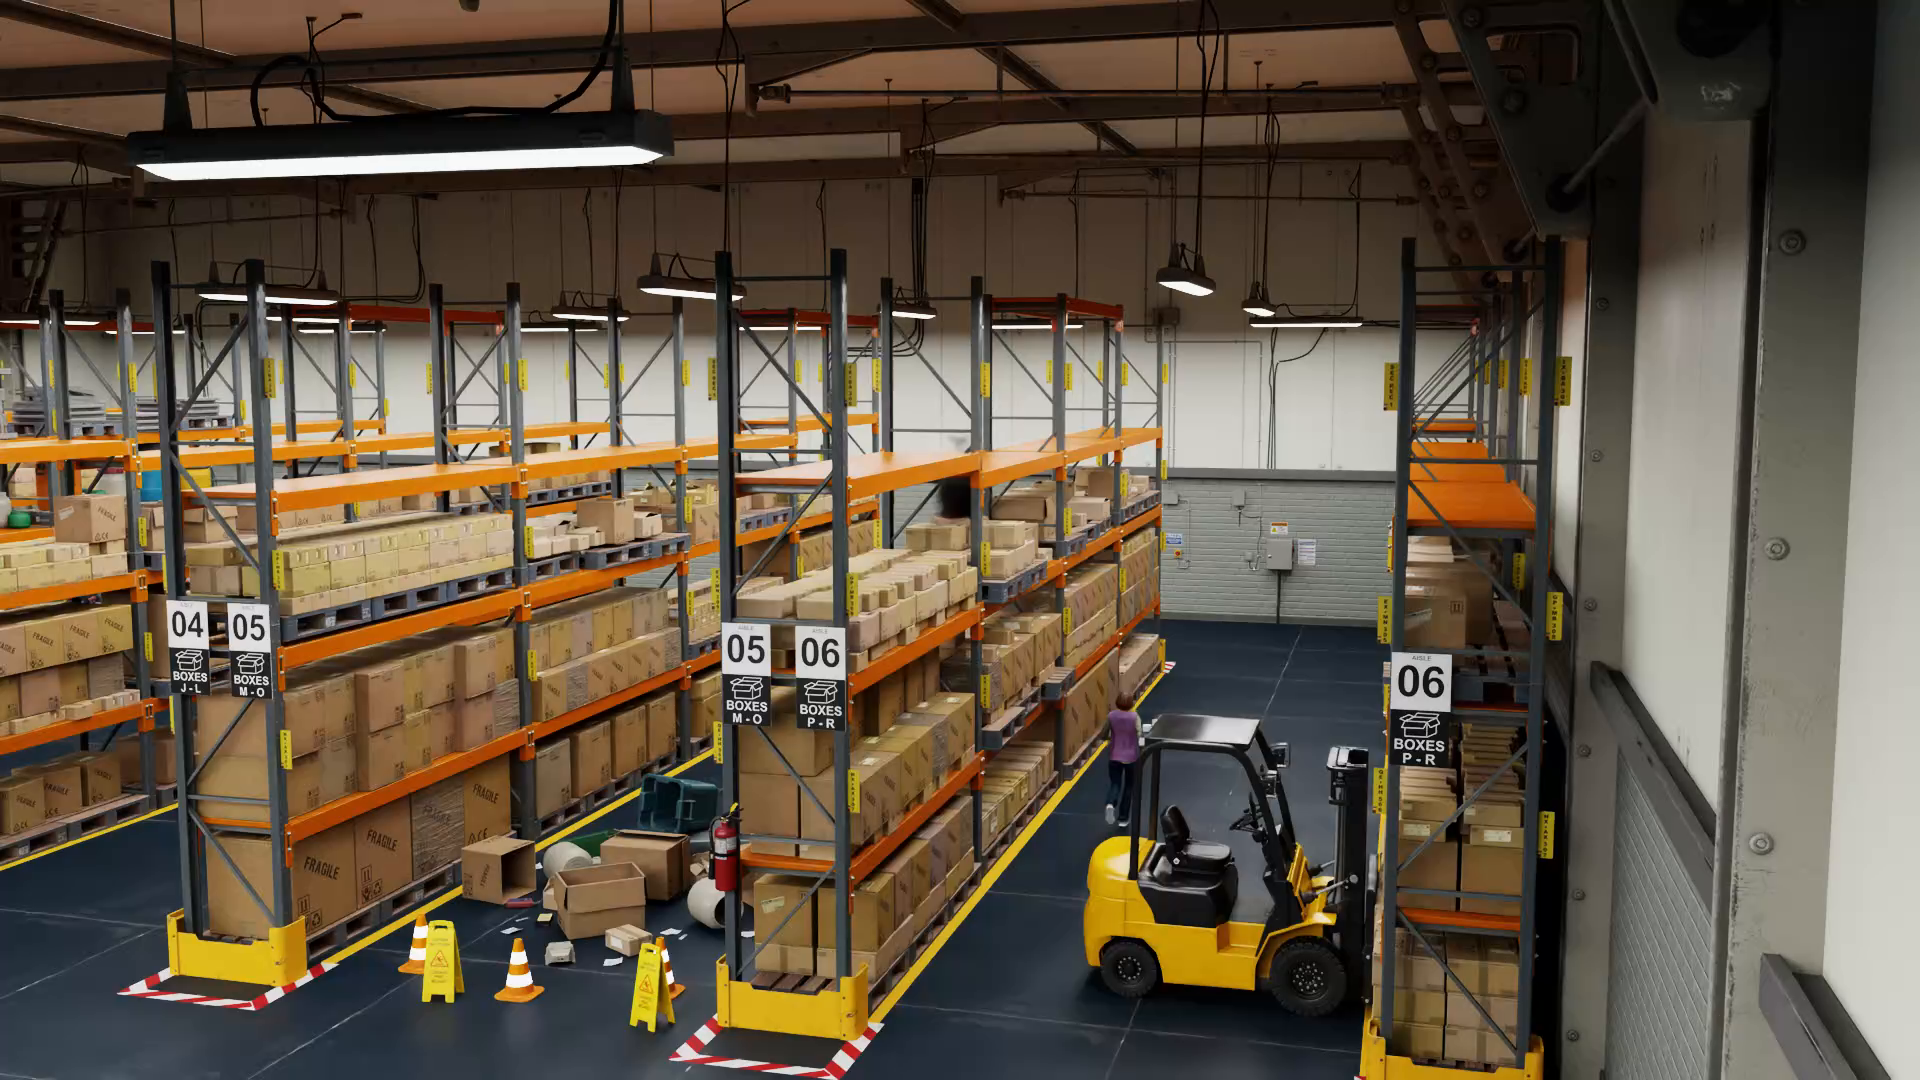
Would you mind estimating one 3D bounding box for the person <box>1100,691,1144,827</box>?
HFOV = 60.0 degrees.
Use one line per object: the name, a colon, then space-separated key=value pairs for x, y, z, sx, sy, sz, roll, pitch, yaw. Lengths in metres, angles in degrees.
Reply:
person: x=1.814 y=2.445 z=18.413 sx=0.529 sy=1.559 sz=0.672 roll=2 pitch=6 yaw=20
